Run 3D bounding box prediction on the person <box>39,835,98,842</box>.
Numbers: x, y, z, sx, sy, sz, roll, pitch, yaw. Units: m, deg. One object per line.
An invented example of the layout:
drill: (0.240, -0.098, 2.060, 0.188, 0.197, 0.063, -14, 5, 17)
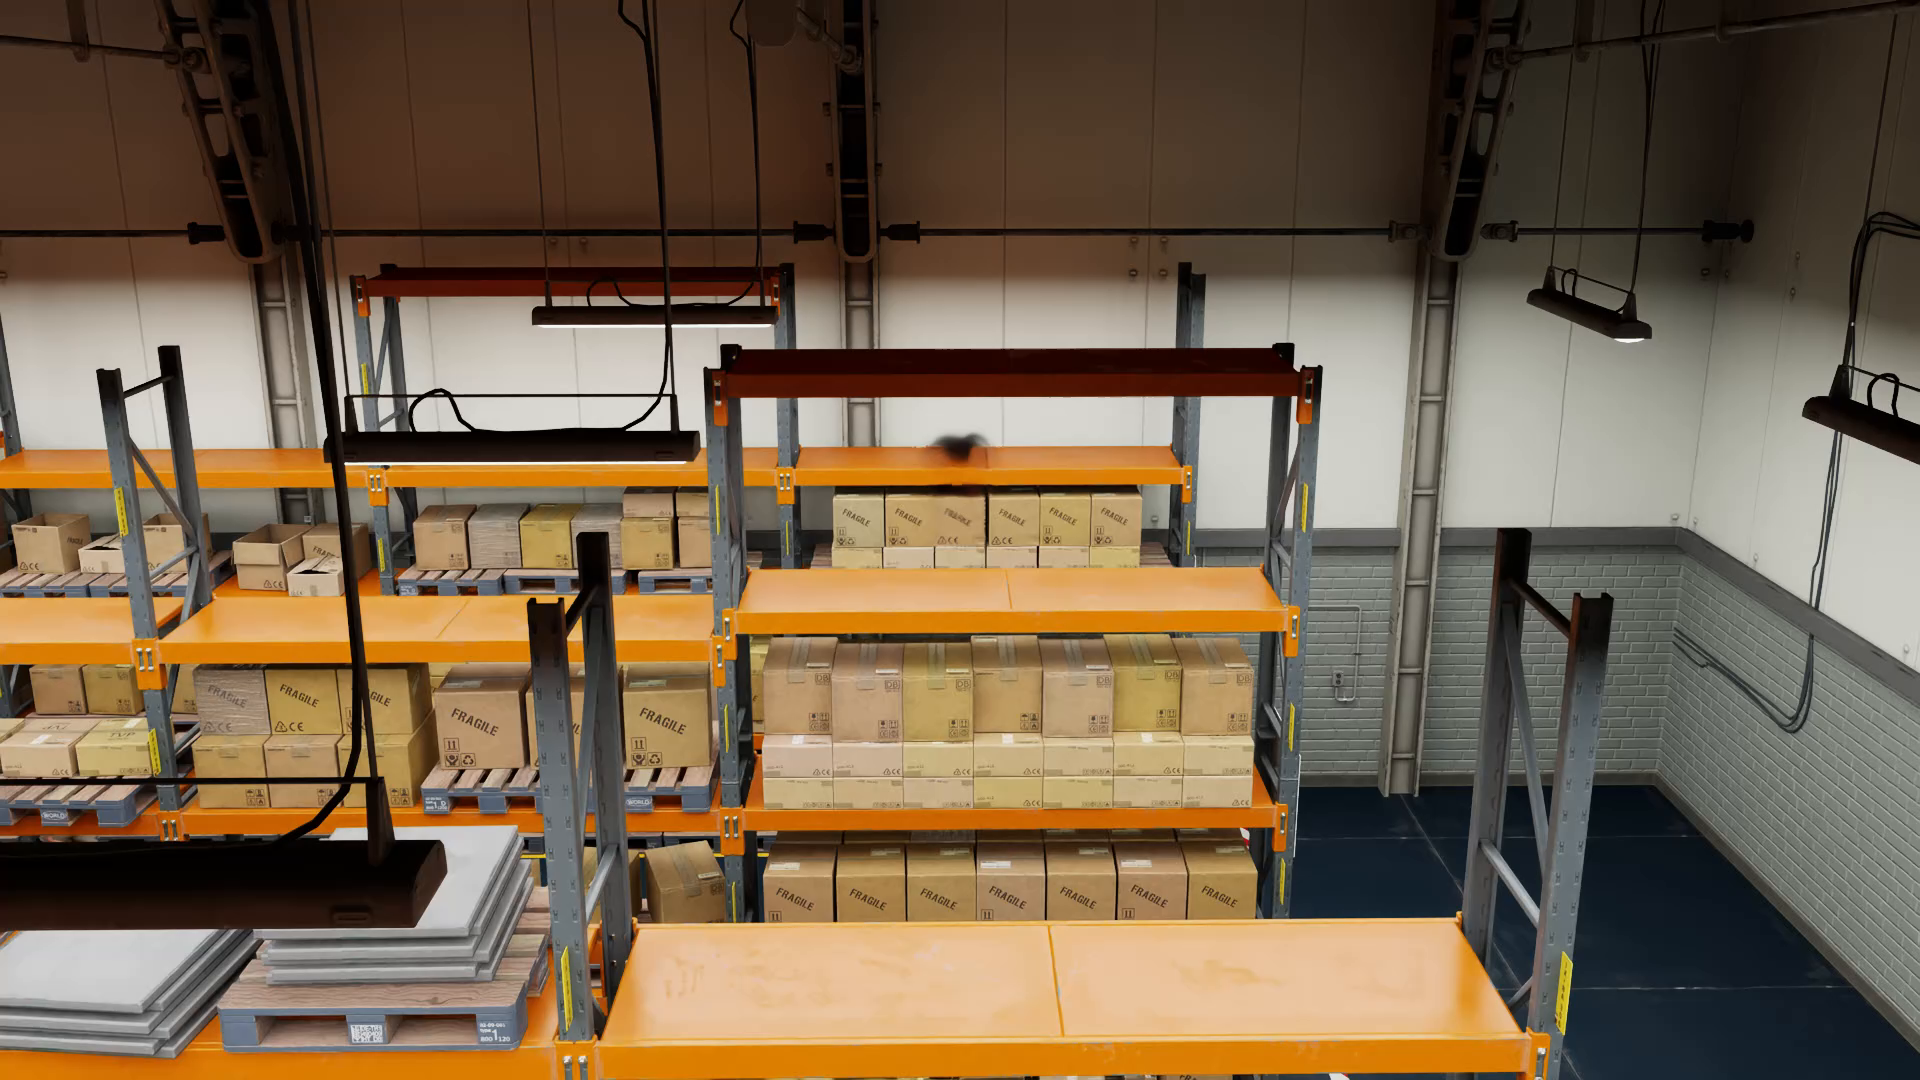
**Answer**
person: (-8.527, 2.808, 15.858, 0.448, 1.756, 0.536, 12, 20, 35)
